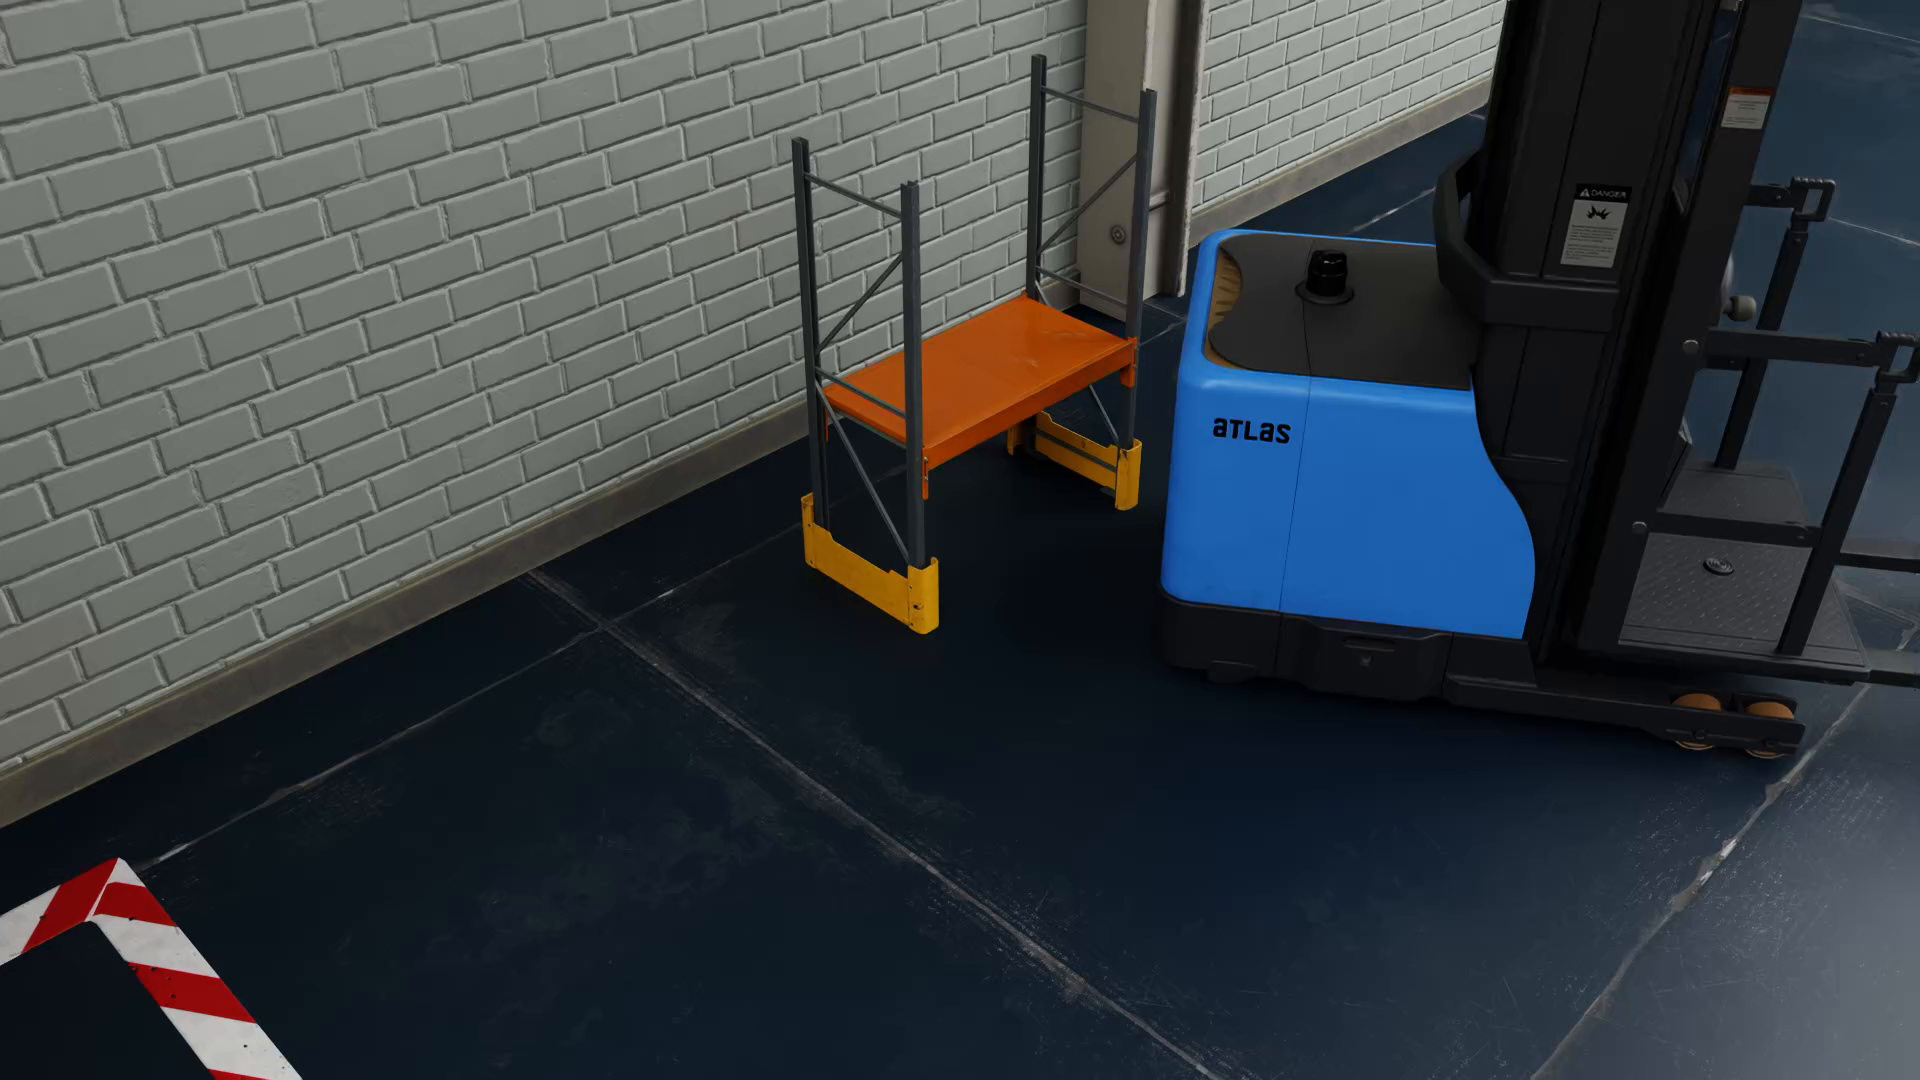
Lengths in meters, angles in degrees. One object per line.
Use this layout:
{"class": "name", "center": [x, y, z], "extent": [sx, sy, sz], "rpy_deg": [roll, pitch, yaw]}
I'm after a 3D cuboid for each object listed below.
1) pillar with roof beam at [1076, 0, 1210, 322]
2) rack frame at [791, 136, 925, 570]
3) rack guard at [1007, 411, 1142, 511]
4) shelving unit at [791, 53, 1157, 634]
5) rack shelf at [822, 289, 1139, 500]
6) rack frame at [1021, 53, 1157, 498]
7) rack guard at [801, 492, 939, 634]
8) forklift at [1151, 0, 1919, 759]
{"class": "pillar with roof beam", "center": [3.798, -3.021, 2.216], "extent": [9.100, 9.000, 0.400], "rpy_deg": [30, 45, 35]}
{"class": "rack frame", "center": [-0.298, -0.443, 5.075], "extent": [0.500, 1.500, 0.032], "rpy_deg": [30, 45, 35]}
{"class": "rack guard", "center": [0.405, -0.336, 6.013], "extent": [0.587, 0.250, 0.087], "rpy_deg": [30, 45, 35]}
{"class": "shelving unit", "center": [0.054, -0.646, 5.365], "extent": [0.587, 1.500, 1.083], "rpy_deg": [30, 45, 35]}
{"class": "rack shelf", "center": [0.060, -0.502, 5.474], "extent": [0.538, 0.185, 1.000], "rpy_deg": [30, 45, 35]}
{"class": "rack frame", "center": [0.418, -0.856, 5.667], "extent": [0.500, 1.500, 0.032], "rpy_deg": [30, 45, 35]}
{"class": "rack guard", "center": [-0.297, 0.069, 5.433], "extent": [0.587, 0.250, 0.087], "rpy_deg": [30, 45, 35]}
{"class": "forklift", "center": [2.161, -0.898, 4.476], "extent": [3.031, 2.935, 1.130], "rpy_deg": [6, 35, 9]}
